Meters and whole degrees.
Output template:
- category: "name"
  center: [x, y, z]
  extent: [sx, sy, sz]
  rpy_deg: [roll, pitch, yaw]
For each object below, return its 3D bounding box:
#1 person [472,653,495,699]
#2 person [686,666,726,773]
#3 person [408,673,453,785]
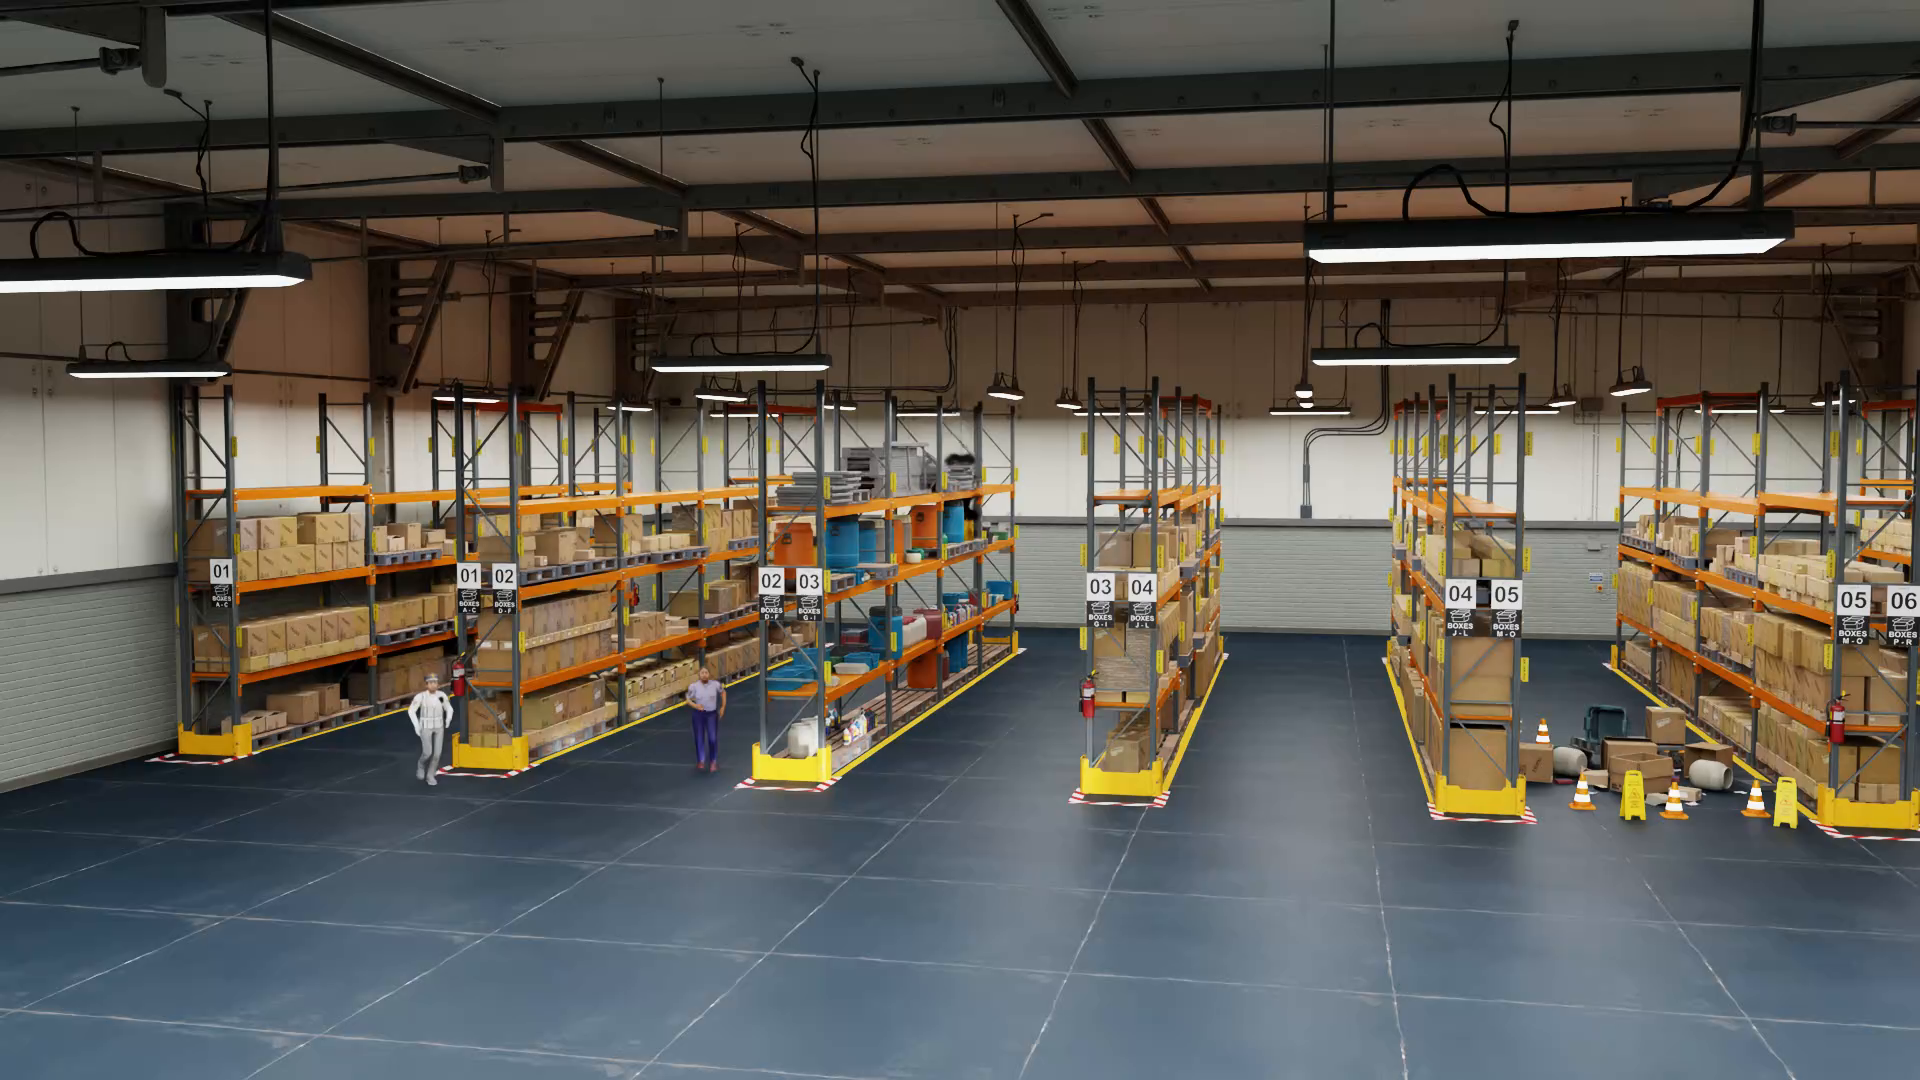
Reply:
- category: "person"
  center: [-8.535, 2.548, 29.849]
  extent: [0.569, 1.548, 0.680]
  rpy_deg: [0, 3, 4]
- category: "person"
  center: [-3.900, 2.774, 25.570]
  extent: [0.621, 1.678, 0.679]
  rpy_deg: [-1, 3, -11]
- category: "person"
  center: [-7.820, 2.796, 24.668]
  extent: [0.631, 1.663, 0.539]
  rpy_deg: [-2, 4, -34]
